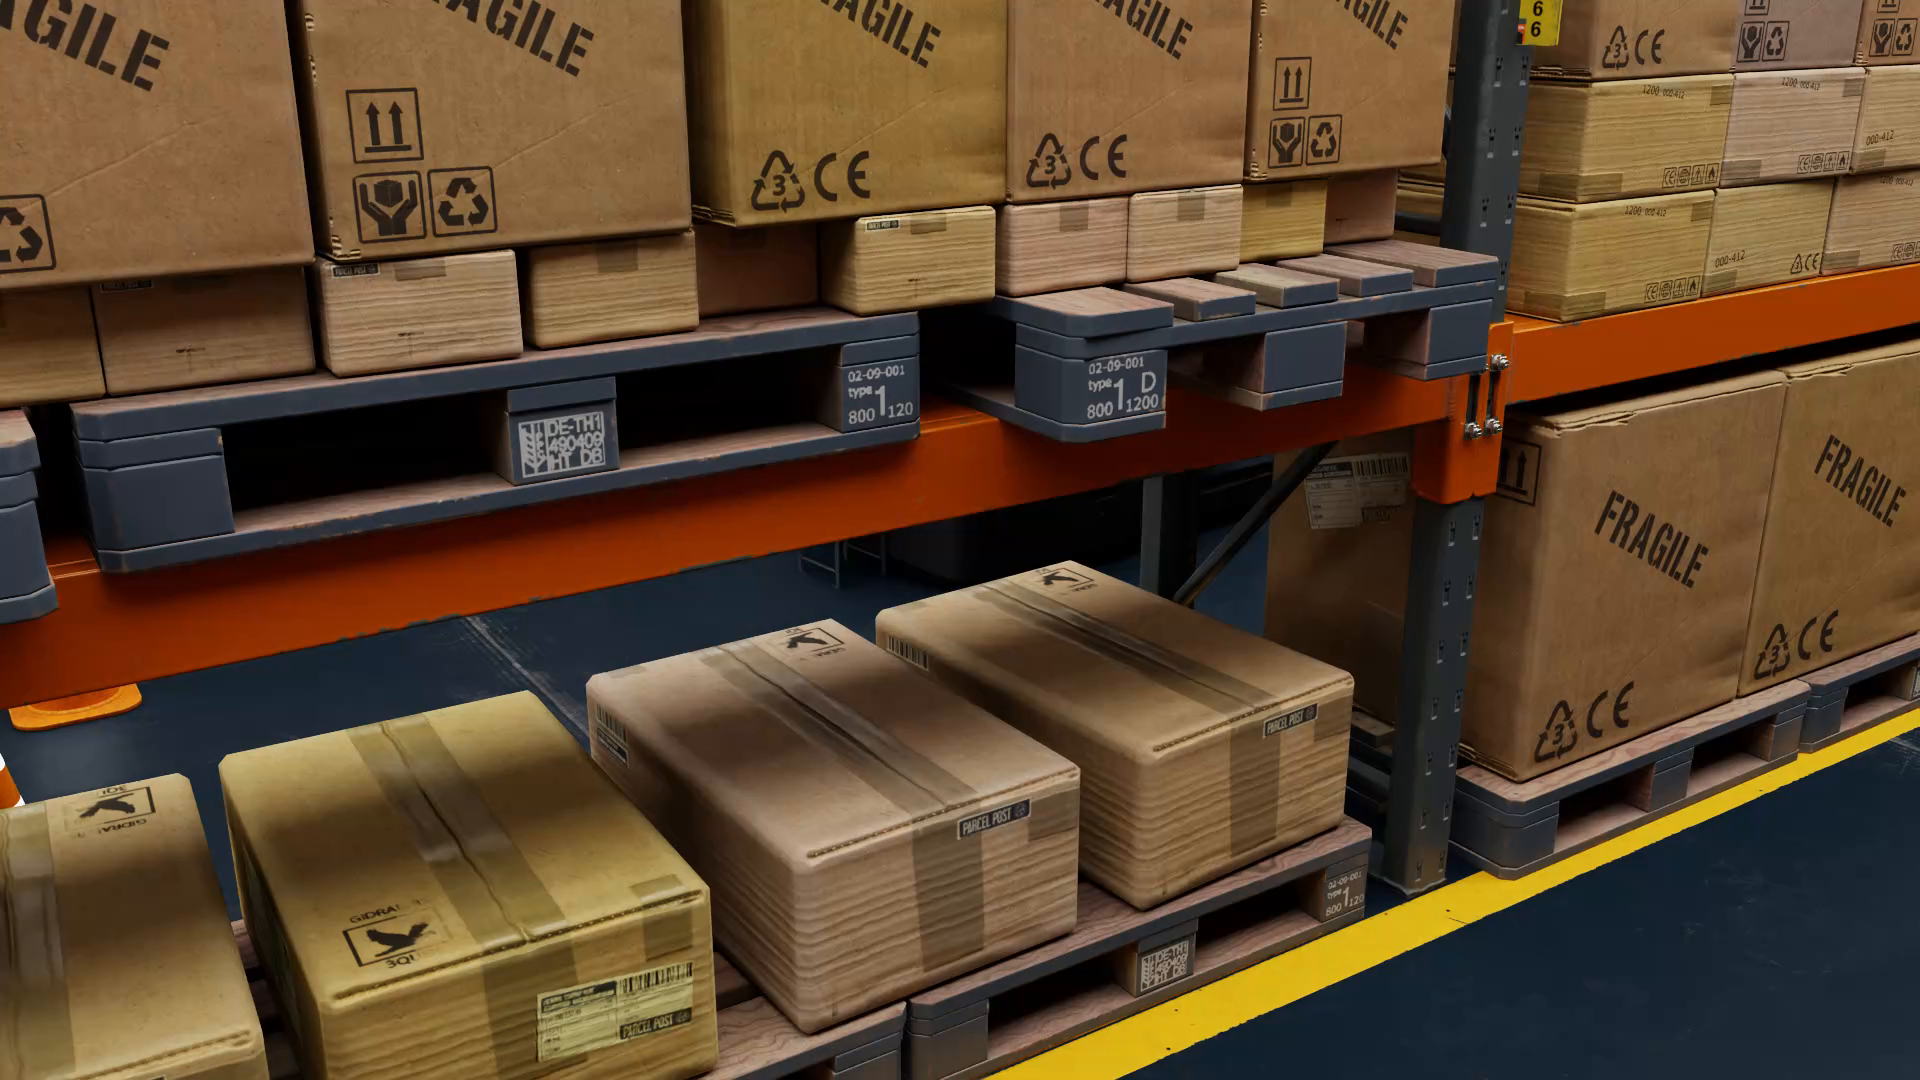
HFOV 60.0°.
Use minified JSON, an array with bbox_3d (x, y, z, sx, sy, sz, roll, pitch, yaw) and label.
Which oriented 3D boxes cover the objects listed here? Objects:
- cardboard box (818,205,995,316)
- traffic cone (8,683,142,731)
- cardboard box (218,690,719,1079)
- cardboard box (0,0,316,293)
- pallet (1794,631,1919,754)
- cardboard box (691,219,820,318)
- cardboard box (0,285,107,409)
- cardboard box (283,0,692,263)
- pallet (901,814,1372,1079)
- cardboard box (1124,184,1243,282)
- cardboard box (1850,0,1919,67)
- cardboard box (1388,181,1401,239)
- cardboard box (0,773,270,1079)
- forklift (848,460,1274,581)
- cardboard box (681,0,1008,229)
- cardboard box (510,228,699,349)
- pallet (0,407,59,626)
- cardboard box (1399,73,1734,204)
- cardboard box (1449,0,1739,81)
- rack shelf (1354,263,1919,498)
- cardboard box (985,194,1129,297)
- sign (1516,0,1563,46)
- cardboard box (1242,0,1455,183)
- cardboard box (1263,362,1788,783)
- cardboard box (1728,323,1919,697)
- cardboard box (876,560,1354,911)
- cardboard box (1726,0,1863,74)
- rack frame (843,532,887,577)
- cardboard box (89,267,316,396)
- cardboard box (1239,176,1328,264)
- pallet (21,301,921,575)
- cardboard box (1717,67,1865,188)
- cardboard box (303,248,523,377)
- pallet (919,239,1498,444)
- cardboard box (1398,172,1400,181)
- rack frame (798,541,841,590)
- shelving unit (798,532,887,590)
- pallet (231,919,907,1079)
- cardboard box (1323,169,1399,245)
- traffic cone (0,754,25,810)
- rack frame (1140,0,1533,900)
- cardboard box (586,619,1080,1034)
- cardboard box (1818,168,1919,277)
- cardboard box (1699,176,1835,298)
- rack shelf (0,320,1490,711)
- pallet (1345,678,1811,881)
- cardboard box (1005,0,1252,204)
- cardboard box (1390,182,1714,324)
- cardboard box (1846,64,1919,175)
[{"bbox_3d":[-0.148,-0.483,2.726,0.250,0.149,0.380,-11,22,-30],"label":"cardboard box"},{"bbox_3d":[-2.579,0.254,4.771,0.334,0.463,0.336,-12,22,-31],"label":"traffic cone"},{"bbox_3d":[-0.922,0.666,3.039,0.625,0.372,0.950,-11,22,-30],"label":"cardboard box"},{"bbox_3d":[-1.150,-0.601,2.064,0.500,0.500,0.500,-12,22,-32],"label":"cardboard box"},{"bbox_3d":[2.521,0.248,5.183,1.213,0.211,1.003,-12,22,-31],"label":"pallet"},{"bbox_3d":[-0.427,-0.472,2.695,0.250,0.149,0.380,-12,22,-31],"label":"cardboard box"},{"bbox_3d":[-1.256,-0.275,2.112,0.250,0.149,0.380,-12,22,-31],"label":"cardboard box"},{"bbox_3d":[-0.726,-0.695,2.340,0.500,0.500,0.500,-13,23,-34],"label":"cardboard box"},{"bbox_3d":[0.150,0.717,3.794,1.213,0.211,1.003,-12,22,-31],"label":"pallet"},{"bbox_3d":[0.289,-0.577,3.006,0.250,0.149,0.380,-12,22,-32],"label":"cardboard box"},{"bbox_3d":[2.199,-1.460,4.164,0.500,0.500,0.500,-11,22,-30],"label":"cardboard box"},{"bbox_3d":[1.083,-0.829,4.246,0.500,0.250,0.500,-13,23,-33],"label":"cardboard box"},{"bbox_3d":[-1.502,0.789,2.675,0.625,0.372,0.950,-10,21,-28],"label":"cardboard box"},{"bbox_3d":[0.797,-1.614,6.442,3.031,2.935,1.130,-16,24,-39],"label":"forklift"},{"bbox_3d":[-0.270,-0.791,2.623,0.500,0.500,0.500,-14,23,-35],"label":"cardboard box"},{"bbox_3d":[-0.591,-0.406,2.499,0.250,0.149,0.380,-13,22,-33],"label":"cardboard box"},{"bbox_3d":[-1.819,-0.041,1.983,1.213,0.211,1.003,-12,22,-31],"label":"pallet"},{"bbox_3d":[1.362,-0.930,3.766,0.500,0.250,0.500,-12,22,-32],"label":"cardboard box"},{"bbox_3d":[1.350,-1.284,3.640,0.500,0.500,0.500,-13,22,-33],"label":"cardboard box"},{"bbox_3d":[2.474,-0.753,4.910,4.000,0.370,1.077,-12,22,-31],"label":"rack shelf"},{"bbox_3d":[0.075,-0.535,2.881,0.250,0.149,0.380,-13,23,-34],"label":"cardboard box"},{"bbox_3d":[1.110,-1.109,3.156,0.005,0.325,0.100,-12,22,-31],"label":"sign"},{"bbox_3d":[0.577,-0.974,3.165,0.500,0.500,0.500,-13,22,-33],"label":"cardboard box"},{"bbox_3d":[1.426,-0.033,4.320,0.875,0.875,0.875,-12,22,-32],"label":"cardboard box"},{"bbox_3d":[2.173,-0.189,4.782,0.875,0.875,0.875,-12,22,-31],"label":"cardboard box"},{"bbox_3d":[0.326,0.402,3.820,0.625,0.372,0.950,-14,23,-35],"label":"cardboard box"},{"bbox_3d":[1.759,-1.373,3.907,0.500,0.500,0.500,-12,22,-31],"label":"cardboard box"},{"bbox_3d":[-0.340,-0.327,5.806,0.006,0.900,0.240,-16,24,-39],"label":"rack frame"},{"bbox_3d":[-1.049,-0.318,2.240,0.250,0.149,0.380,-12,22,-31],"label":"cardboard box"},{"bbox_3d":[0.475,-0.634,3.172,0.250,0.149,0.380,-12,22,-31],"label":"cardboard box"},{"bbox_3d":[-0.827,-0.291,2.720,1.213,0.211,1.003,-12,22,-31],"label":"pallet"},{"bbox_3d":[1.795,-1.021,4.034,0.500,0.250,0.500,-11,22,-30],"label":"cardboard box"},{"bbox_3d":[-0.798,-0.351,2.337,0.250,0.149,0.380,-11,22,-29],"label":"cardboard box"},{"bbox_3d":[0.267,-0.496,3.328,1.003,0.211,1.213,-12,22,-31],"label":"pallet"},{"bbox_3d":[1.068,-1.060,4.150,0.500,0.250,0.500,-12,22,-32],"label":"cardboard box"},{"bbox_3d":[-0.493,-0.284,5.679,0.006,0.900,0.240,-16,24,-39],"label":"rack frame"},{"bbox_3d":[-0.416,-0.305,5.742,0.210,0.900,0.258,-16,24,-39],"label":"shelving unit"},{"bbox_3d":[-0.868,0.931,3.162,1.213,0.211,1.003,-12,22,-31],"label":"pallet"},{"bbox_3d":[0.659,-0.700,3.369,0.250,0.149,0.380,-11,22,-29],"label":"cardboard box"},{"bbox_3d":[-2.272,0.572,3.829,0.334,0.463,0.336,-12,22,-31],"label":"traffic cone"},{"bbox_3d":[0.803,-0.741,3.753,0.127,3.000,1.000,-12,22,-31],"label":"rack frame"},{"bbox_3d":[-0.286,0.534,3.429,0.625,0.372,0.950,-12,22,-32],"label":"cardboard box"},{"bbox_3d":[2.211,-0.875,4.383,0.500,0.250,0.500,-11,22,-30],"label":"cardboard box"},{"bbox_3d":[1.770,-0.784,4.115,0.500,0.250,0.500,-13,22,-33],"label":"cardboard box"},{"bbox_3d":[-0.867,-0.048,2.826,4.000,0.370,1.077,-12,22,-31],"label":"rack shelf"},{"bbox_3d":[1.503,0.461,4.551,1.213,0.211,1.003,-12,22,-31],"label":"pallet"},{"bbox_3d":[0.151,-0.880,2.887,0.500,0.500,0.500,-12,22,-32],"label":"cardboard box"},{"bbox_3d":[1.351,-0.689,3.833,0.500,0.250,0.500,-12,22,-32],"label":"cardboard box"},{"bbox_3d":[2.218,-1.105,4.284,0.500,0.250,0.500,-12,22,-32],"label":"cardboard box"}]
